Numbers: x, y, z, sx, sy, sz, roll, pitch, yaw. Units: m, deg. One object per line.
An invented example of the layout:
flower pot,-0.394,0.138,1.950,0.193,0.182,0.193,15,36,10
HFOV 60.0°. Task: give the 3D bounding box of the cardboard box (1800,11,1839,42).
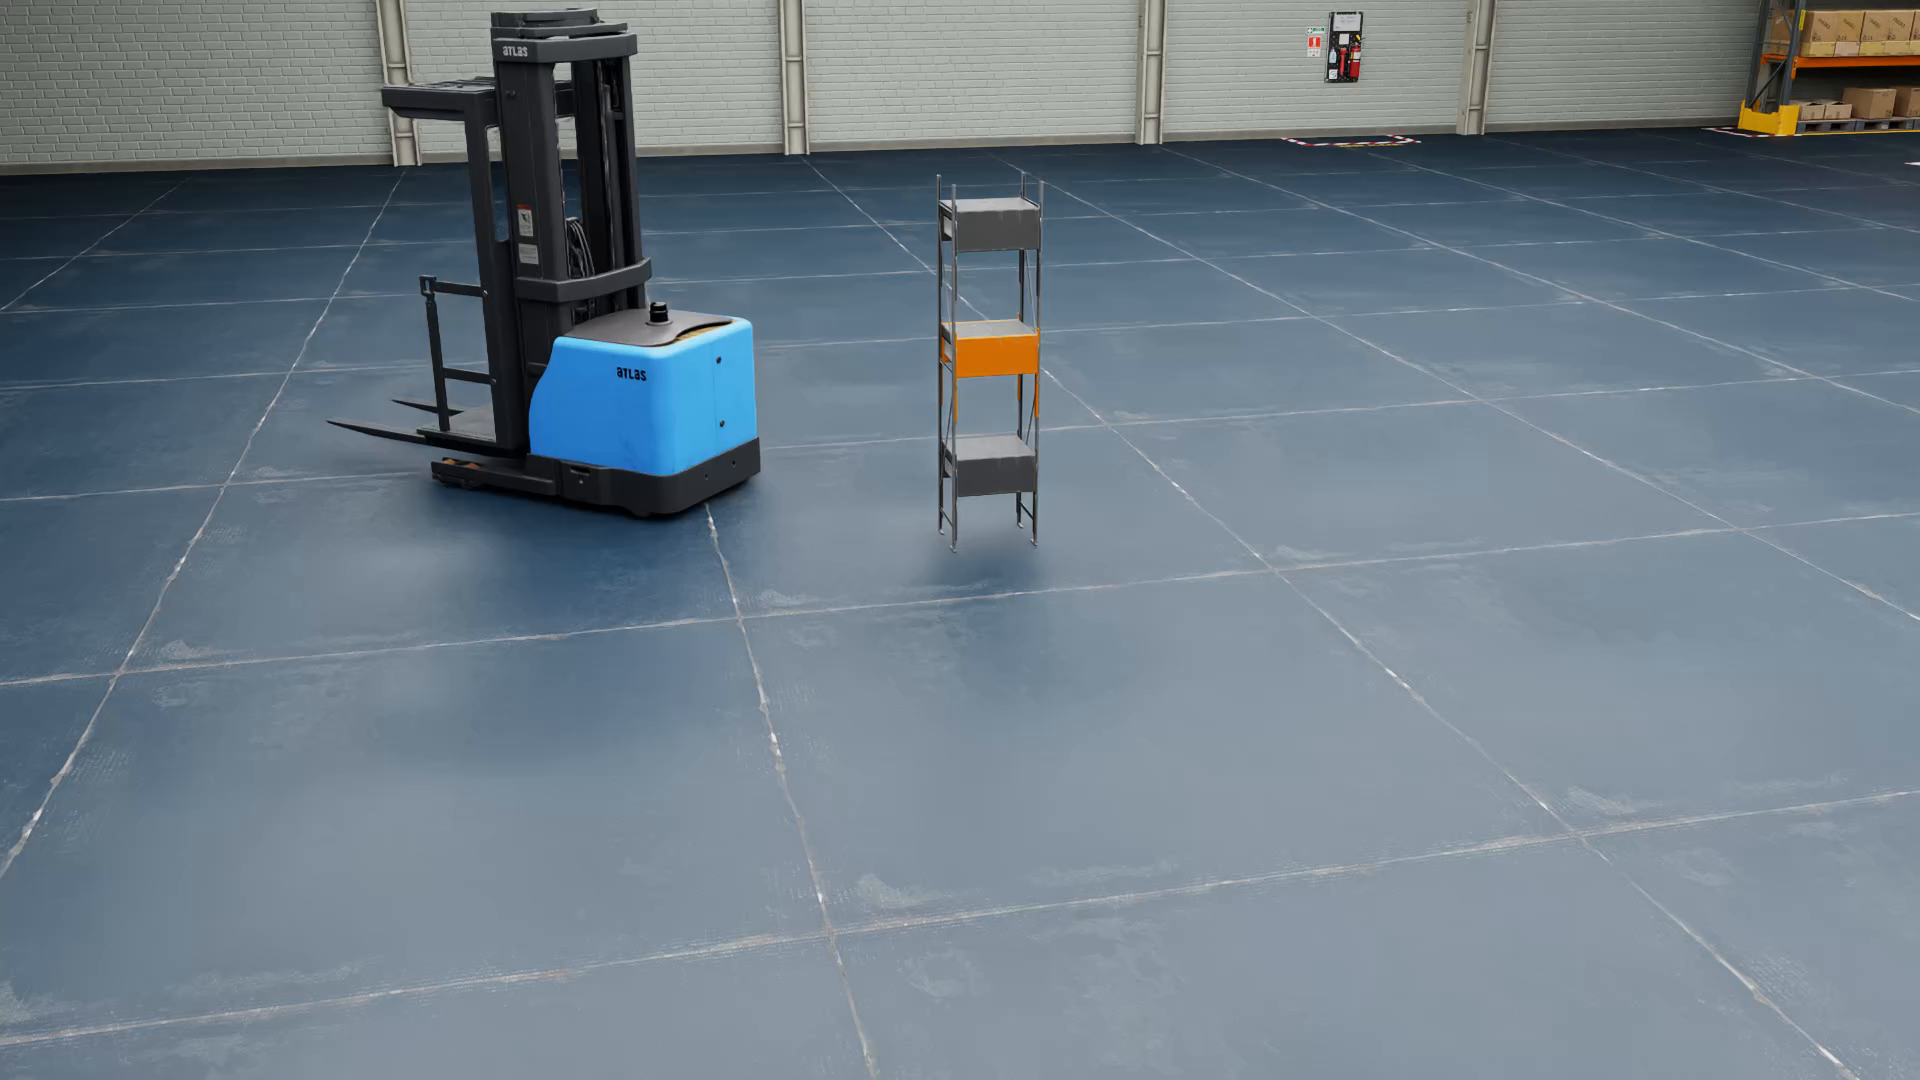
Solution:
cardboard box,14.921,-8.967,29.031,0.500,0.500,0.500,-5,21,-12

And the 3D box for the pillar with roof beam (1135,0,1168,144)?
pillar with roof beam,4.182,-9.510,22.692,0.400,9.000,9.100,-5,21,-12

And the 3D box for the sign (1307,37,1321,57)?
sign,6.055,-8.433,28.424,0.234,0.329,0.001,-5,21,-12

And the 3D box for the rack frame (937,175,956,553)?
rack frame,-0.076,-0.980,9.436,0.015,2.100,0.400,-5,21,-12

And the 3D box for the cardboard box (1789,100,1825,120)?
cardboard box,15.081,-7.707,29.763,0.500,0.311,0.500,-7,21,-19

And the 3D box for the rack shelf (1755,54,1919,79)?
rack shelf,16.334,-8.559,29.865,4.000,0.370,1.077,-5,21,-12

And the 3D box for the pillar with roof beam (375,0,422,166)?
pillar with roof beam,-7.496,-8.560,20.099,0.400,9.000,9.100,-5,21,-12

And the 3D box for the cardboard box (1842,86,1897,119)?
cardboard box,16.362,-7.882,29.966,0.500,0.500,0.700,-6,21,-16

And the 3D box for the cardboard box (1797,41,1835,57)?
cardboard box,14.935,-8.610,29.146,0.500,0.250,0.500,-5,21,-14

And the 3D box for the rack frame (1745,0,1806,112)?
rack frame,14.387,-8.738,29.309,0.127,3.000,1.000,-5,21,-12

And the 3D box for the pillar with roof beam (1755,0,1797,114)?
pillar with roof beam,15.860,-10.459,25.285,0.400,9.000,9.100,-5,21,-12

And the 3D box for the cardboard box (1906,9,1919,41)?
cardboard box,16.914,-9.128,29.470,0.500,0.500,0.500,-5,21,-14

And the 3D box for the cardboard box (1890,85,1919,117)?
cardboard box,17.279,-7.992,30.267,0.500,0.500,0.500,-6,21,-17

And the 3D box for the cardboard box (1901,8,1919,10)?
cardboard box,17.270,-9.339,30.047,0.500,0.500,0.500,-5,21,-13

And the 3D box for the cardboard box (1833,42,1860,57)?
cardboard box,15.437,-8.656,29.272,0.500,0.250,0.500,-5,21,-14

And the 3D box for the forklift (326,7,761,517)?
forklift,-2.848,-1.850,10.605,3.031,2.935,1.130,10,22,25

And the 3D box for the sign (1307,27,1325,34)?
sign,6.061,-8.679,28.325,0.331,0.109,0.001,-5,21,-12

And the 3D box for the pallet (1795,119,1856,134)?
pallet,15.260,-7.488,29.948,1.213,0.211,1.003,-5,21,-12

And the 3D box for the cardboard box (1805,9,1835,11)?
cardboard box,15.289,-9.175,29.598,0.500,0.500,0.500,-4,21,-12

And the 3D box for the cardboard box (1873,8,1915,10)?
cardboard box,16.784,-9.302,29.945,0.500,0.500,0.500,-4,21,-11

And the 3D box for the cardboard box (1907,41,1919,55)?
cardboard box,16.916,-8.773,29.593,0.500,0.250,0.500,-5,21,-13

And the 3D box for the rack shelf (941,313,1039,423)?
rack shelf,0.161,-0.986,9.494,0.480,0.518,0.431,-5,21,-12

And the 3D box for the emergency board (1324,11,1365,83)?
emergency board,6.617,-8.426,28.455,0.643,1.169,0.194,-5,21,-12

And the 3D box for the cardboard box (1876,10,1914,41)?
cardboard box,16.408,-9.086,29.357,0.500,0.500,0.500,-4,20,-11

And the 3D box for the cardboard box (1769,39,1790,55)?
cardboard box,14.798,-8.779,29.609,0.500,0.250,0.500,-4,21,-12

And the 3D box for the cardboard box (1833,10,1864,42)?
cardboard box,15.404,-9.003,29.128,0.500,0.500,0.500,-5,21,-12

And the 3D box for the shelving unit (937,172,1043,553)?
shelving unit,0.161,-0.999,9.489,0.503,2.100,0.431,-5,21,-12

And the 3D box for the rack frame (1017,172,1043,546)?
rack frame,0.399,-1.018,9.542,0.015,2.100,0.400,-5,21,-12

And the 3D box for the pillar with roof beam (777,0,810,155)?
pillar with roof beam,-1.657,-9.035,21.396,0.400,9.000,9.100,-5,21,-12

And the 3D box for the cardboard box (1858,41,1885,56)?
cardboard box,15.934,-8.694,29.376,0.500,0.250,0.500,-5,21,-13

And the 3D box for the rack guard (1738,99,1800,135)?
rack guard,14.461,-7.571,29.755,0.348,0.500,1.175,-5,21,-12

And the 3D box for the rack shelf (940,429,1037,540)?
rack shelf,0.161,-0.329,9.735,0.480,0.518,0.431,-5,21,-12

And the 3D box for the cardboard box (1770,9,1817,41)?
cardboard box,14.797,-9.138,29.498,0.500,0.500,0.500,-5,21,-13

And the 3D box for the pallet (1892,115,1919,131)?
pallet,17.634,-7.681,30.475,1.213,0.211,1.003,-5,21,-12

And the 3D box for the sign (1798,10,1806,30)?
sign,14.512,-8.963,28.664,0.005,0.325,0.100,-5,21,-12

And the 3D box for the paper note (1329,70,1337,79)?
paper note,6.429,-8.021,28.631,0.142,0.148,0.016,-5,21,-12

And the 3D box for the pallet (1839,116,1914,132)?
pallet,16.445,-7.583,30.208,1.213,0.211,1.003,-5,21,-12

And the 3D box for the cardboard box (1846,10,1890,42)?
cardboard box,15.909,-9.041,29.234,0.500,0.500,0.500,-5,21,-14

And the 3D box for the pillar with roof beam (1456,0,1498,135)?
pillar with roof beam,10.021,-9.984,23.988,0.400,9.000,9.100,-5,21,-12

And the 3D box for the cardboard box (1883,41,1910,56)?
cardboard box,16.427,-8.733,29.484,0.500,0.250,0.500,-4,21,-12

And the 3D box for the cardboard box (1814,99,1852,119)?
cardboard box,15.636,-7.752,29.886,0.500,0.311,0.500,-3,20,-8

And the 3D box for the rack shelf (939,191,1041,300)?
rack shelf,0.161,-1.644,9.253,0.480,0.518,0.431,-5,21,-12
